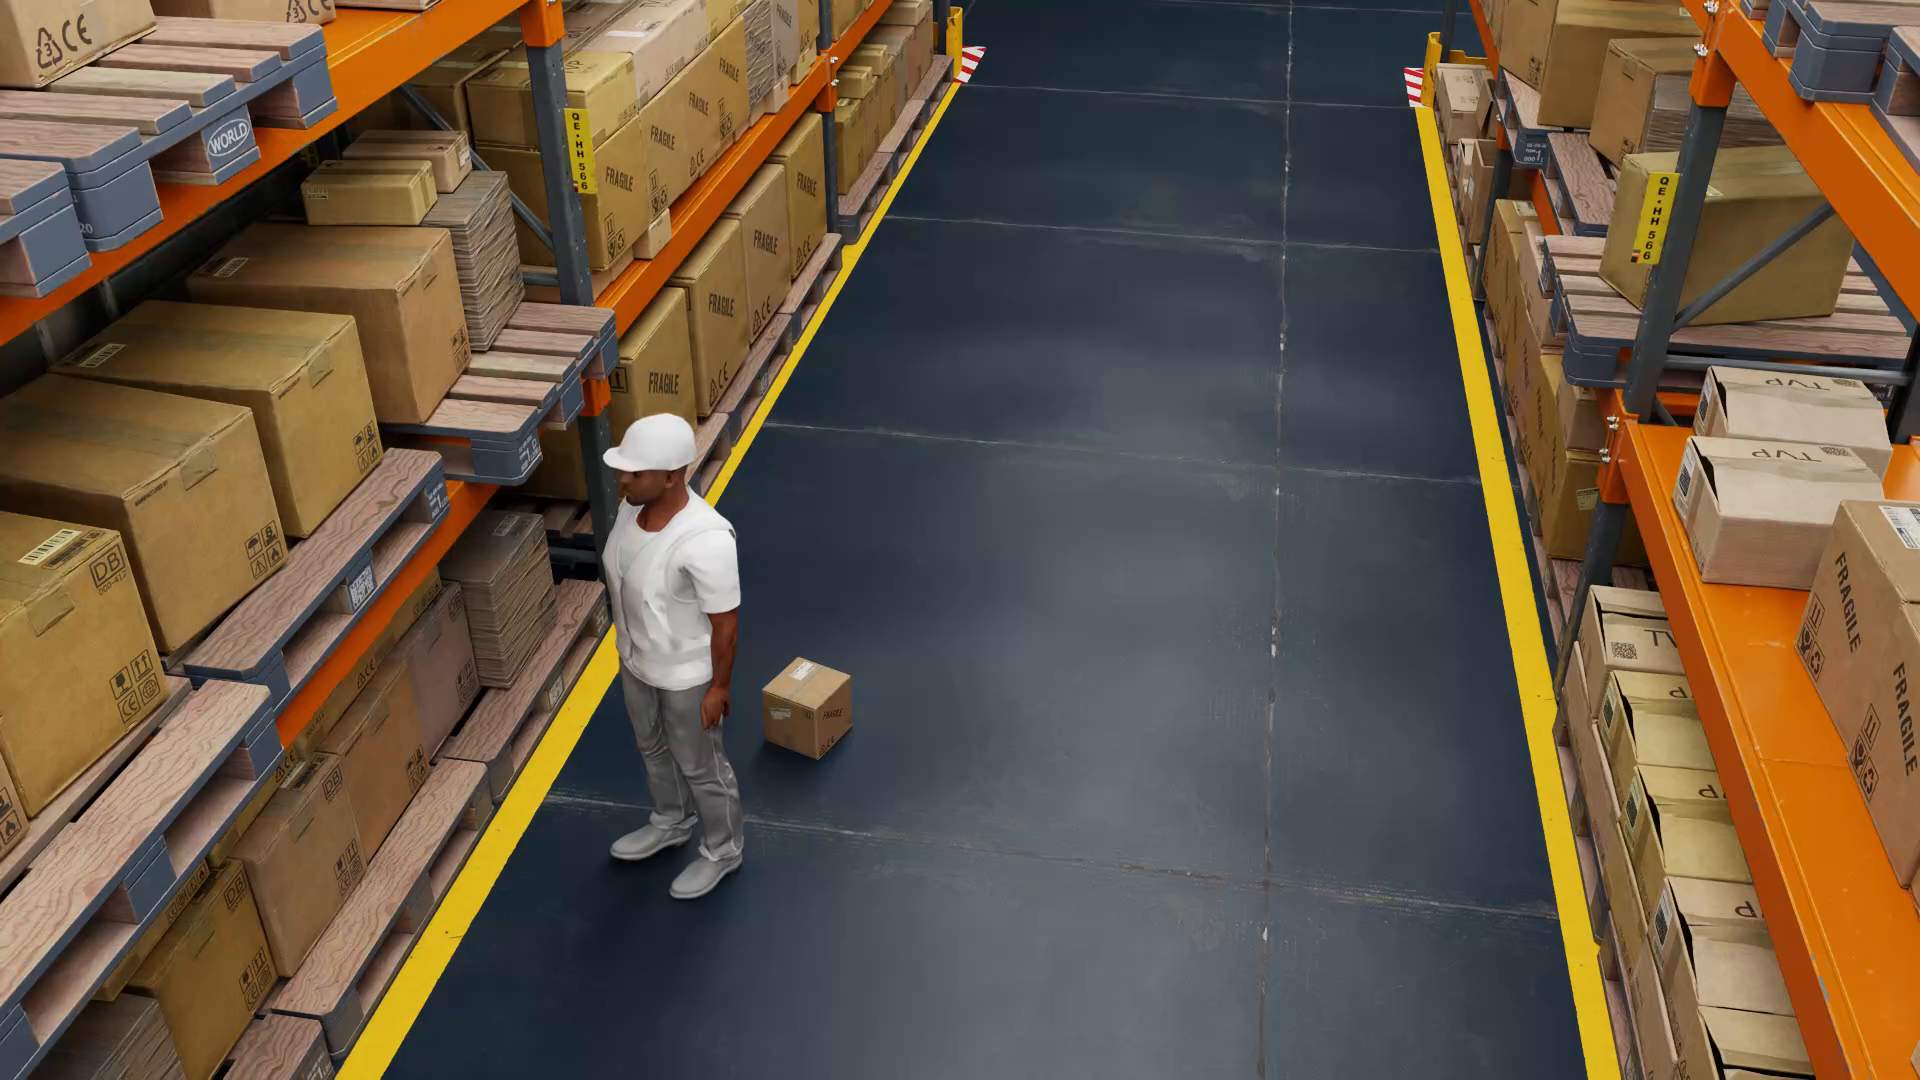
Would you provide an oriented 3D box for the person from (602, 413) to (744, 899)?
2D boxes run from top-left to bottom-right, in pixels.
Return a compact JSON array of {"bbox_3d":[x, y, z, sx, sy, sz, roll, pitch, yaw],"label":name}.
[{"bbox_3d":[-0.974,0.400,5.480,0.424,1.772,0.565,-25,40,-33],"label":"person"}]
